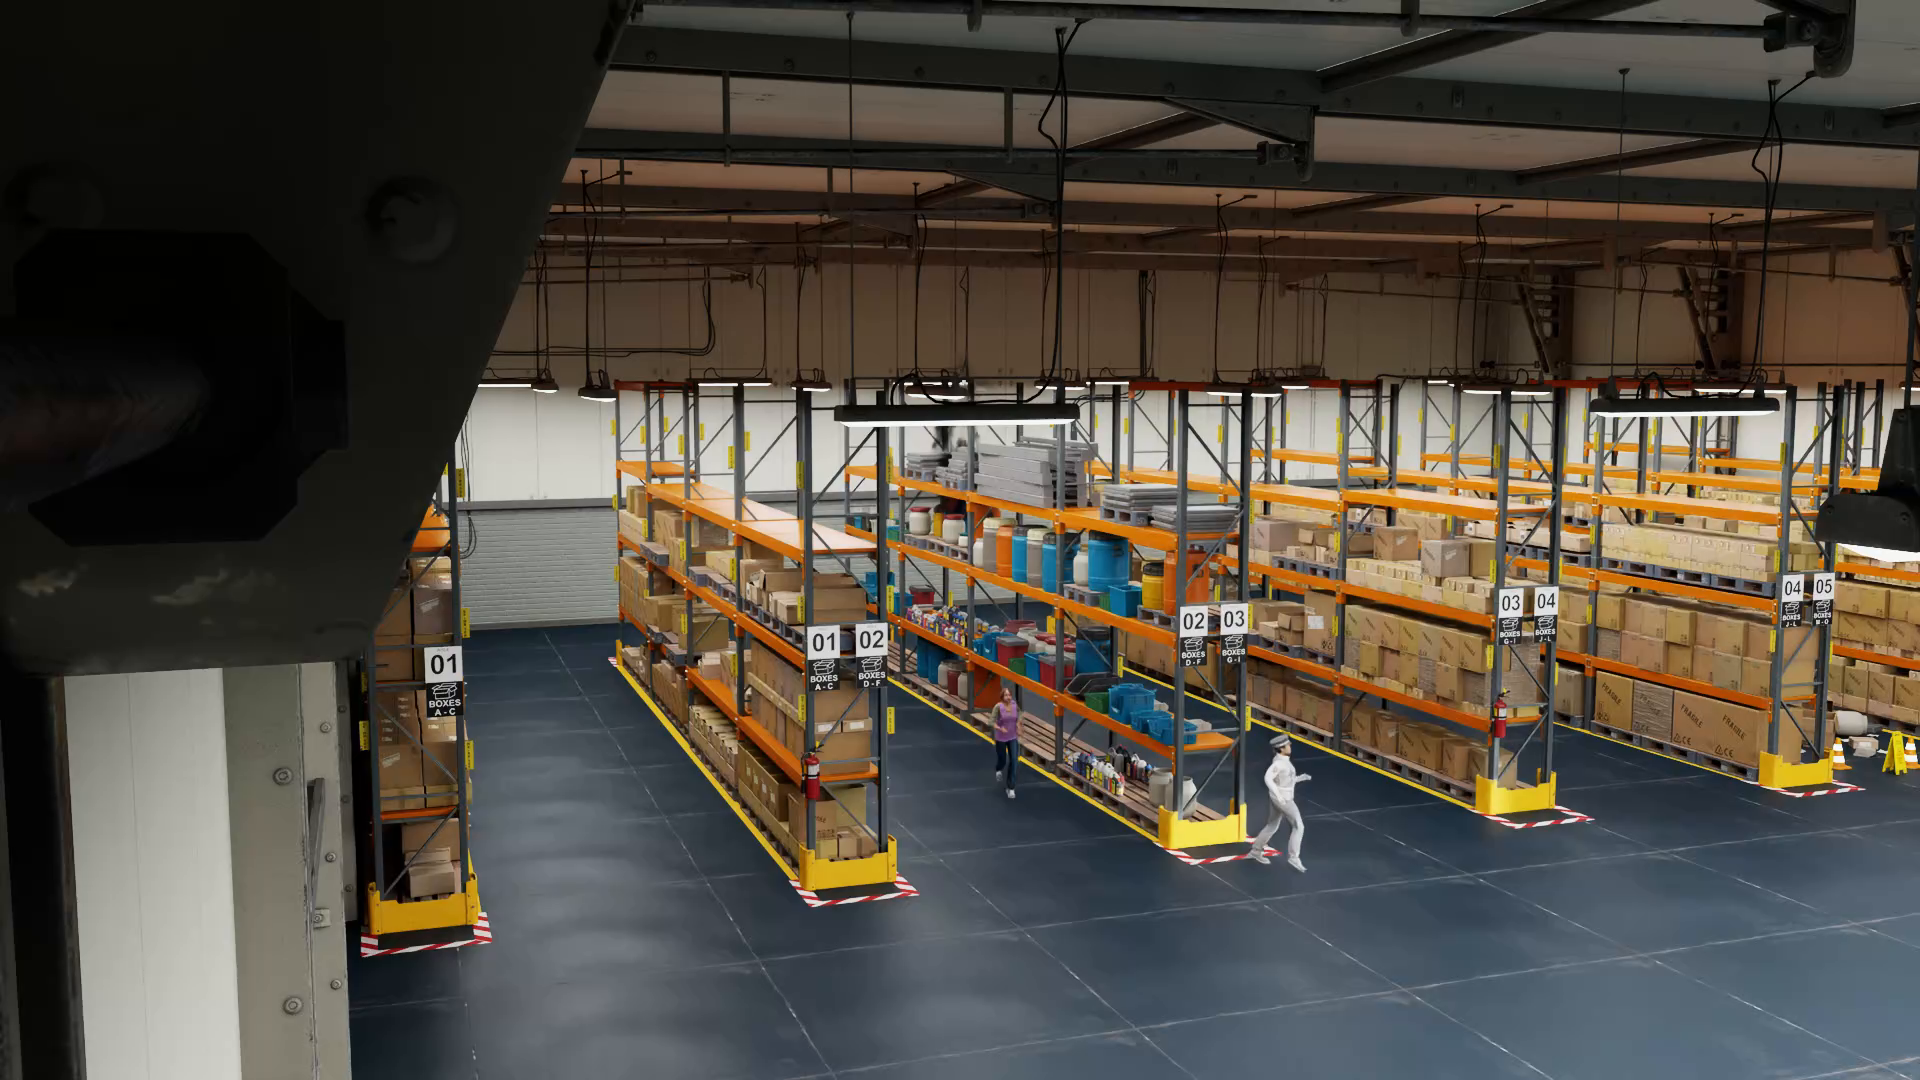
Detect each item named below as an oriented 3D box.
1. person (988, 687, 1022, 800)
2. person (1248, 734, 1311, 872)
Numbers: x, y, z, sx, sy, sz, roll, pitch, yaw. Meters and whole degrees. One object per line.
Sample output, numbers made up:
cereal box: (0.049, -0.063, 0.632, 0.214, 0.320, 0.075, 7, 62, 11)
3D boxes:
person: (0.678, 2.966, 24.550, 0.571, 1.625, 0.811, -2, 6, -17)
person: (4.012, 3.296, 20.839, 0.759, 1.740, 0.566, 0, 6, 0)
